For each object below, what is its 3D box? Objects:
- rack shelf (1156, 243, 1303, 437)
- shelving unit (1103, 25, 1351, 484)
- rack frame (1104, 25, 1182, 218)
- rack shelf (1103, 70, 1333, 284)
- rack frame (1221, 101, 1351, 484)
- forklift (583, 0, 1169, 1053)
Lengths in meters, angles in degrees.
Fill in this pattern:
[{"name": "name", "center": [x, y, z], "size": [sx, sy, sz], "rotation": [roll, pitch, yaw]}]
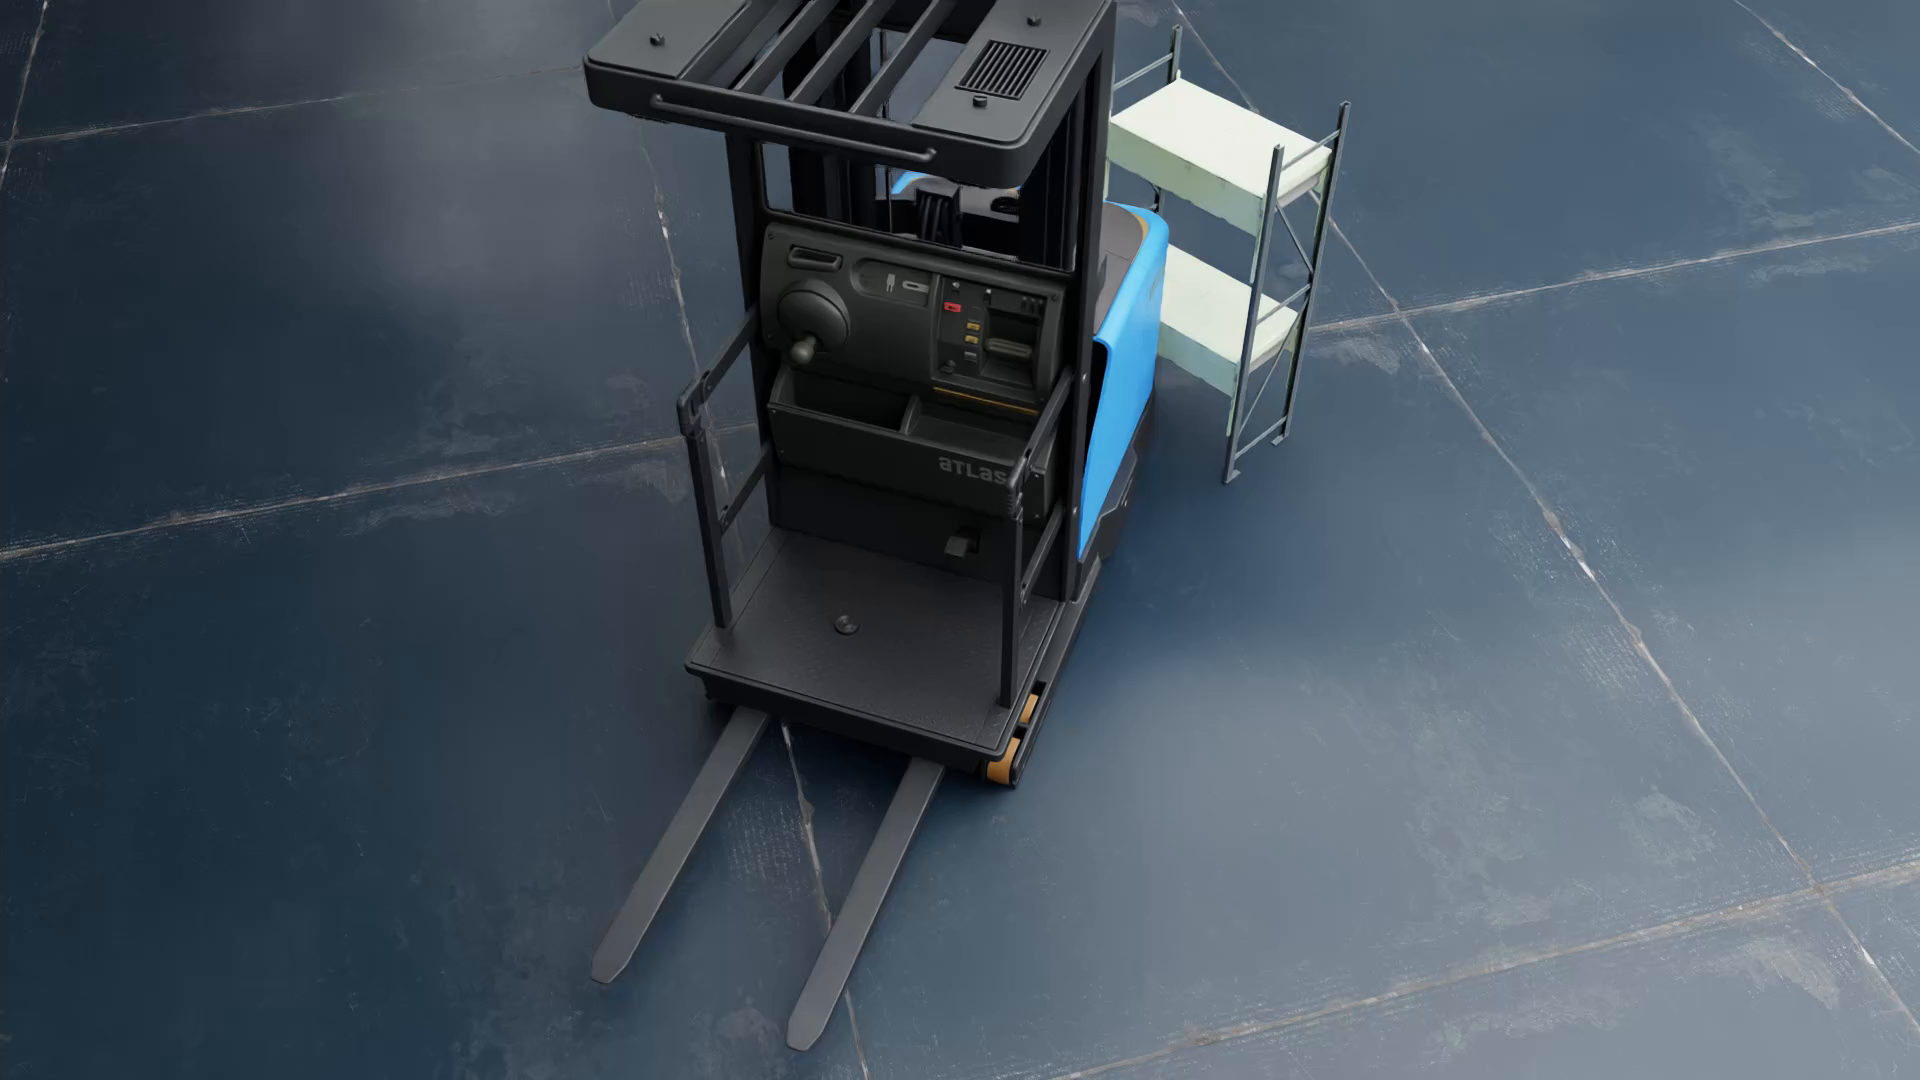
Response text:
[{"name": "rack shelf", "center": [0.907, -0.804, 6.444], "size": [0.720, 0.370, 0.431], "rotation": [35, 55, 30]}, {"name": "shelving unit", "center": [0.907, -1.032, 6.211], "size": [0.755, 1.500, 0.431], "rotation": [35, 55, 30]}, {"name": "rack frame", "center": [0.648, -1.217, 6.392], "size": [0.023, 1.500, 0.400], "rotation": [35, 55, 30]}, {"name": "rack shelf", "center": [0.907, -1.305, 5.933], "size": [0.720, 0.370, 0.431], "rotation": [35, 55, 30]}, {"name": "rack frame", "center": [1.167, -0.848, 6.031], "size": [0.023, 1.500, 0.400], "rotation": [35, 55, 30]}, {"name": "forklift", "center": [-0.224, -0.562, 4.748], "size": [1.130, 2.935, 3.031], "rotation": [14, 47, 14]}]
